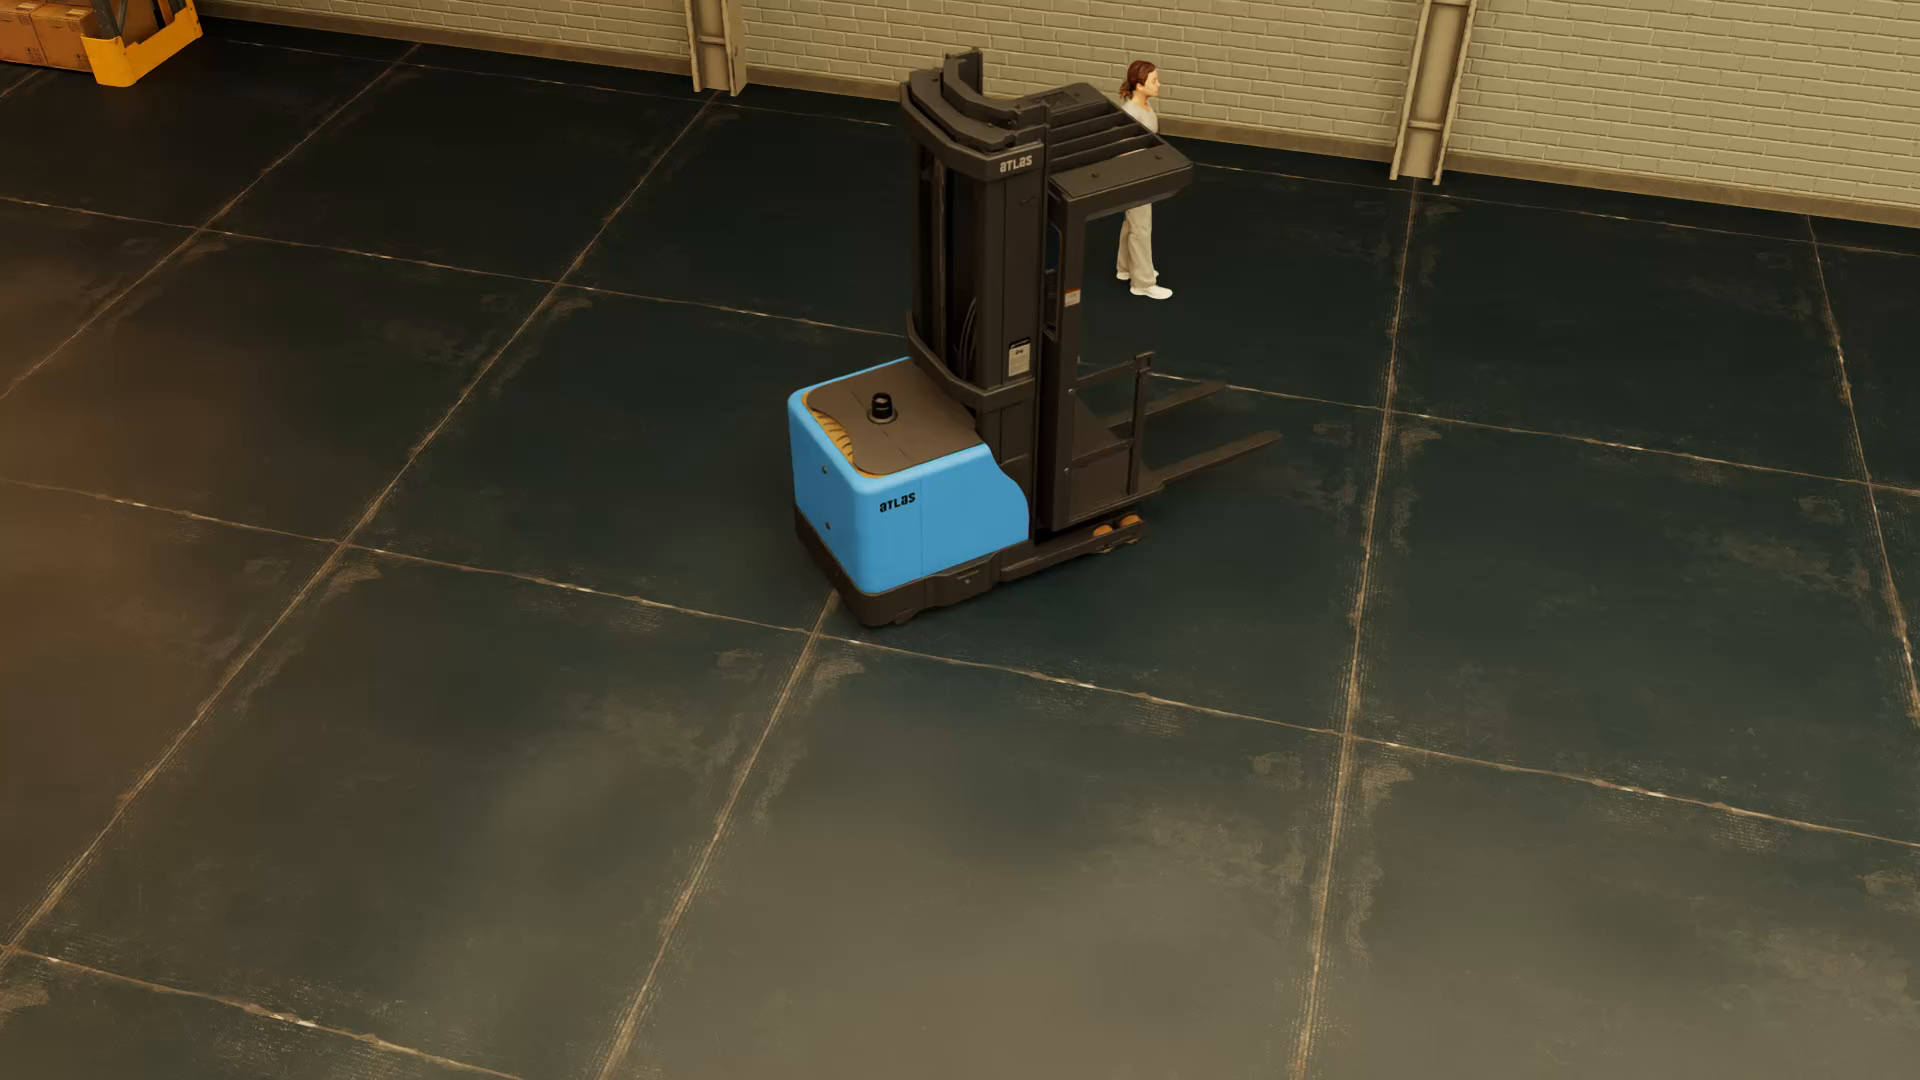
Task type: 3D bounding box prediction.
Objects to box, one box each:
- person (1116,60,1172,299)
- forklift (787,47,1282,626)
[{"bbox_3d":[1.325,-2.549,11.725,0.536,1.672,0.566,9,42,10],"label":"person"},{"bbox_3d":[0.550,-1.313,9.360,3.031,2.935,1.130,-20,45,-21],"label":"forklift"}]
